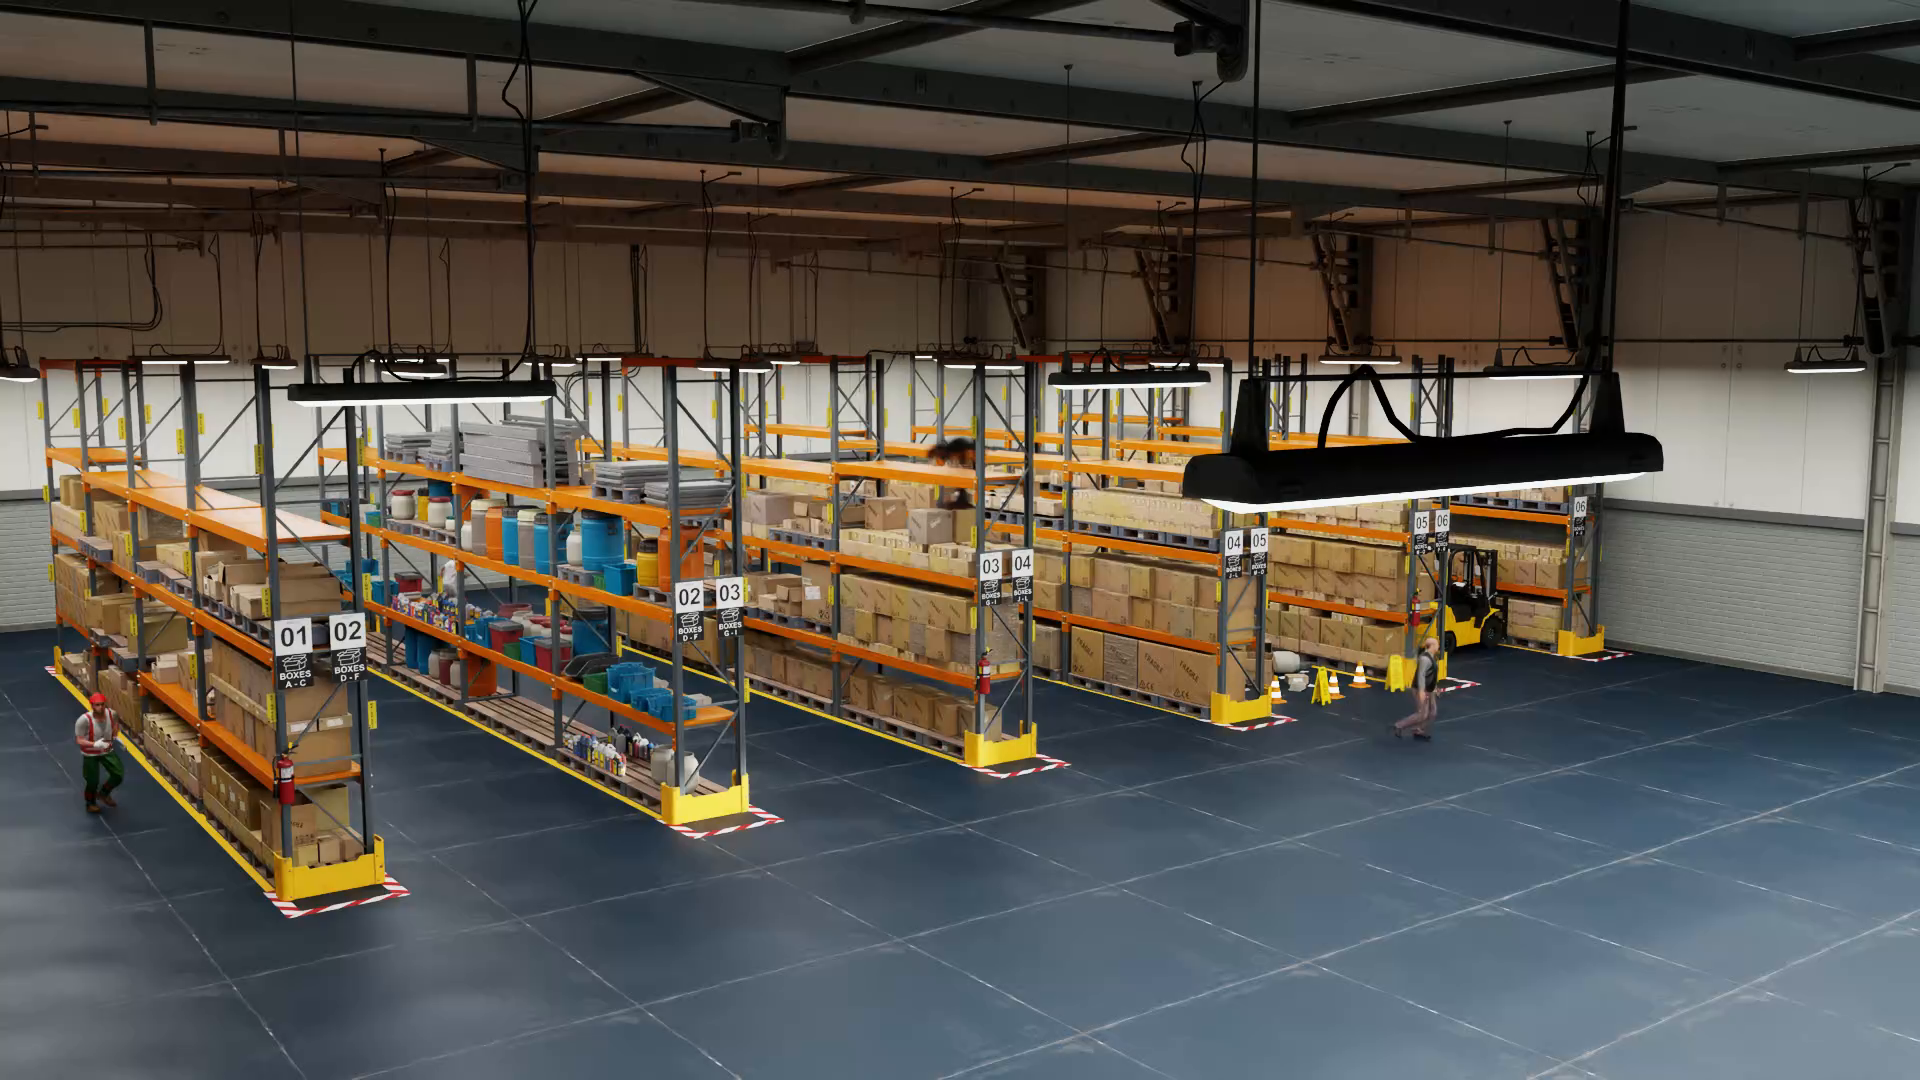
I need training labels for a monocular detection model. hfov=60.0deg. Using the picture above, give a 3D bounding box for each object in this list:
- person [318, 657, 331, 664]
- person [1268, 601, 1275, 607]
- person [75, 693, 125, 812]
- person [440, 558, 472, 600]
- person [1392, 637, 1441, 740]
[{"bbox_3d":[-11.622,1.829,30.200,0.628,1.732,0.648,-6,9,-41],"label":"person"},{"bbox_3d":[7.006,1.196,36.058,0.573,1.640,0.940,-7,10,-44],"label":"person"},{"bbox_3d":[-11.446,2.839,22.178,0.858,1.680,0.702,6,9,39],"label":"person"},{"bbox_3d":[-11.602,1.006,37.889,0.933,1.534,0.578,-2,7,-17],"label":"person"},{"bbox_3d":[7.231,2.353,26.344,0.659,1.649,0.768,3,8,26],"label":"person"}]
